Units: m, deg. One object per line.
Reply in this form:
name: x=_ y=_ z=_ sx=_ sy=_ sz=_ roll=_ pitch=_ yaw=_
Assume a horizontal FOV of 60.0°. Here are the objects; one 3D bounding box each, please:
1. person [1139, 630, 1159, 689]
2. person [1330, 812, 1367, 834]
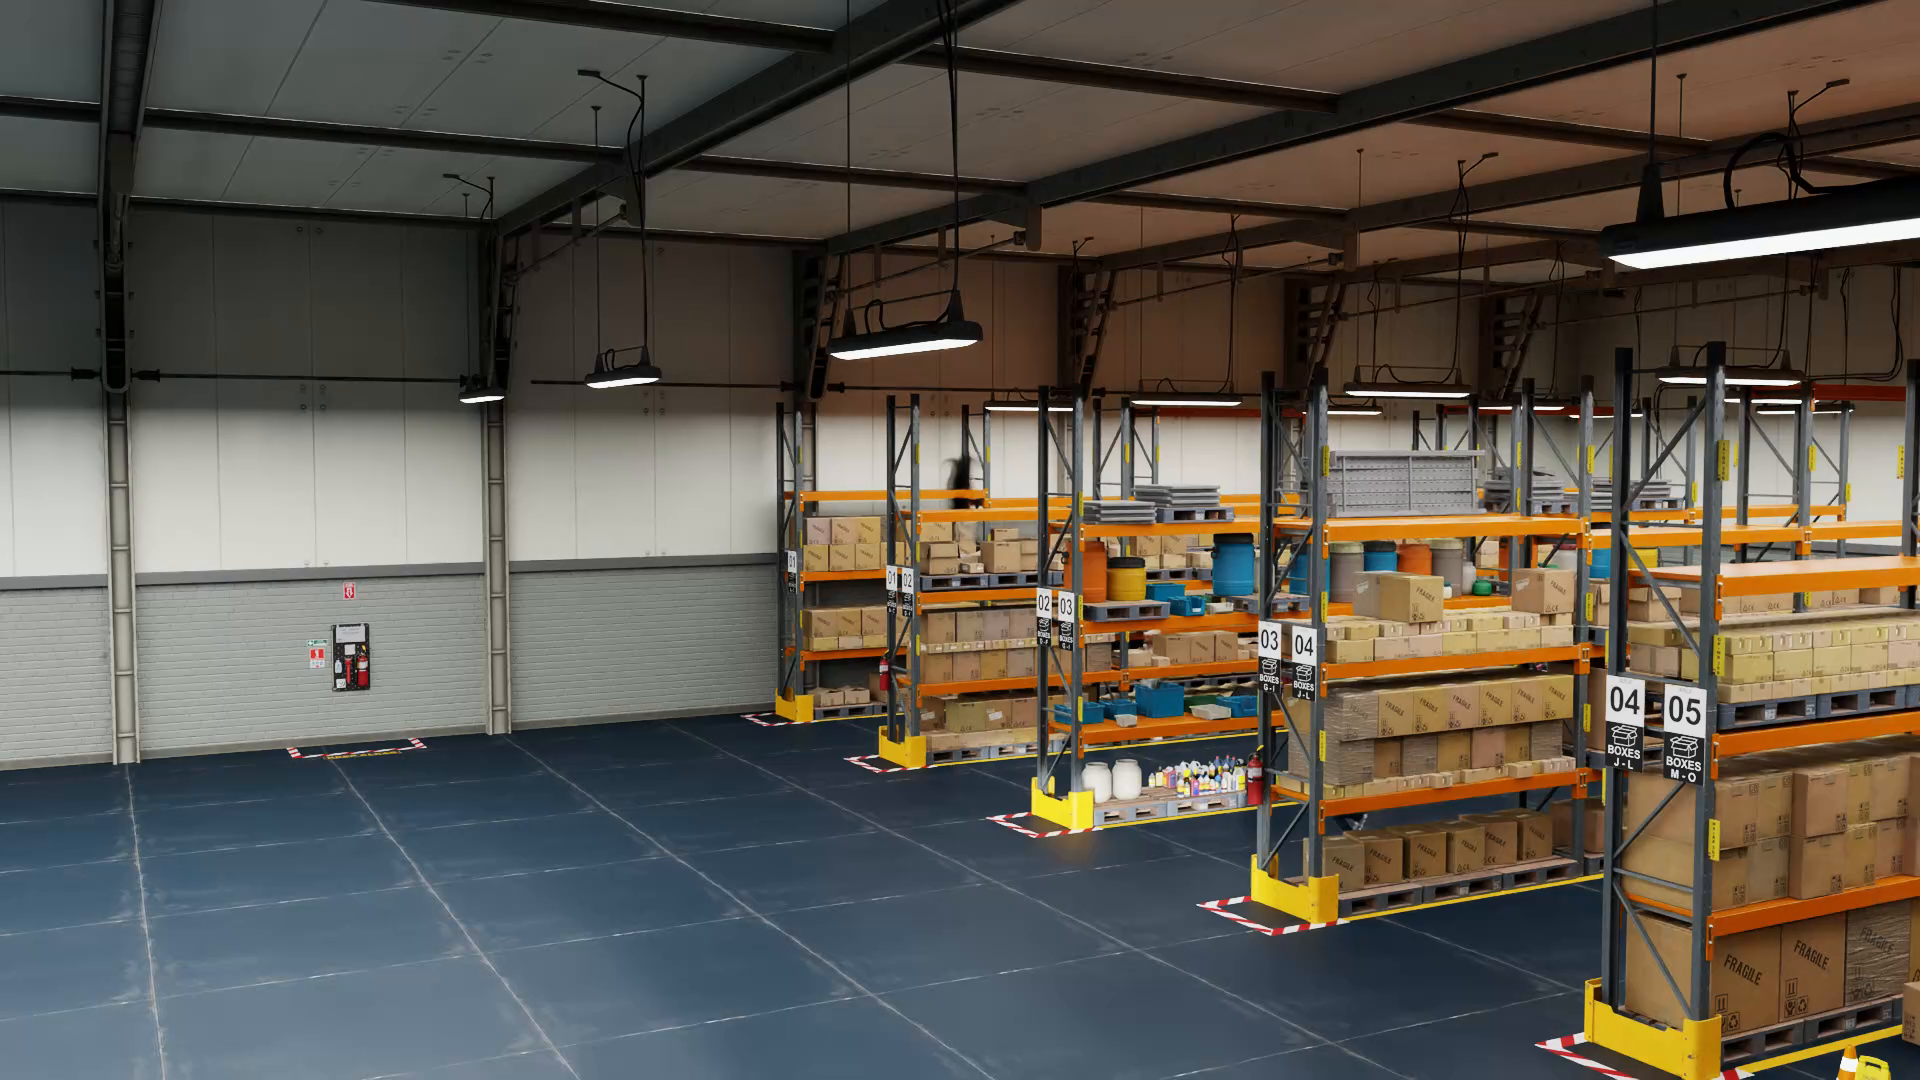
person: x=3.647 y=2.540 z=31.316 sx=0.676 sy=1.735 sz=0.662 roll=-3 pitch=4 yaw=-39
person: x=4.951 y=3.237 z=21.530 sx=0.778 sy=1.430 sz=0.562 roll=-1 pitch=3 yaw=-23
